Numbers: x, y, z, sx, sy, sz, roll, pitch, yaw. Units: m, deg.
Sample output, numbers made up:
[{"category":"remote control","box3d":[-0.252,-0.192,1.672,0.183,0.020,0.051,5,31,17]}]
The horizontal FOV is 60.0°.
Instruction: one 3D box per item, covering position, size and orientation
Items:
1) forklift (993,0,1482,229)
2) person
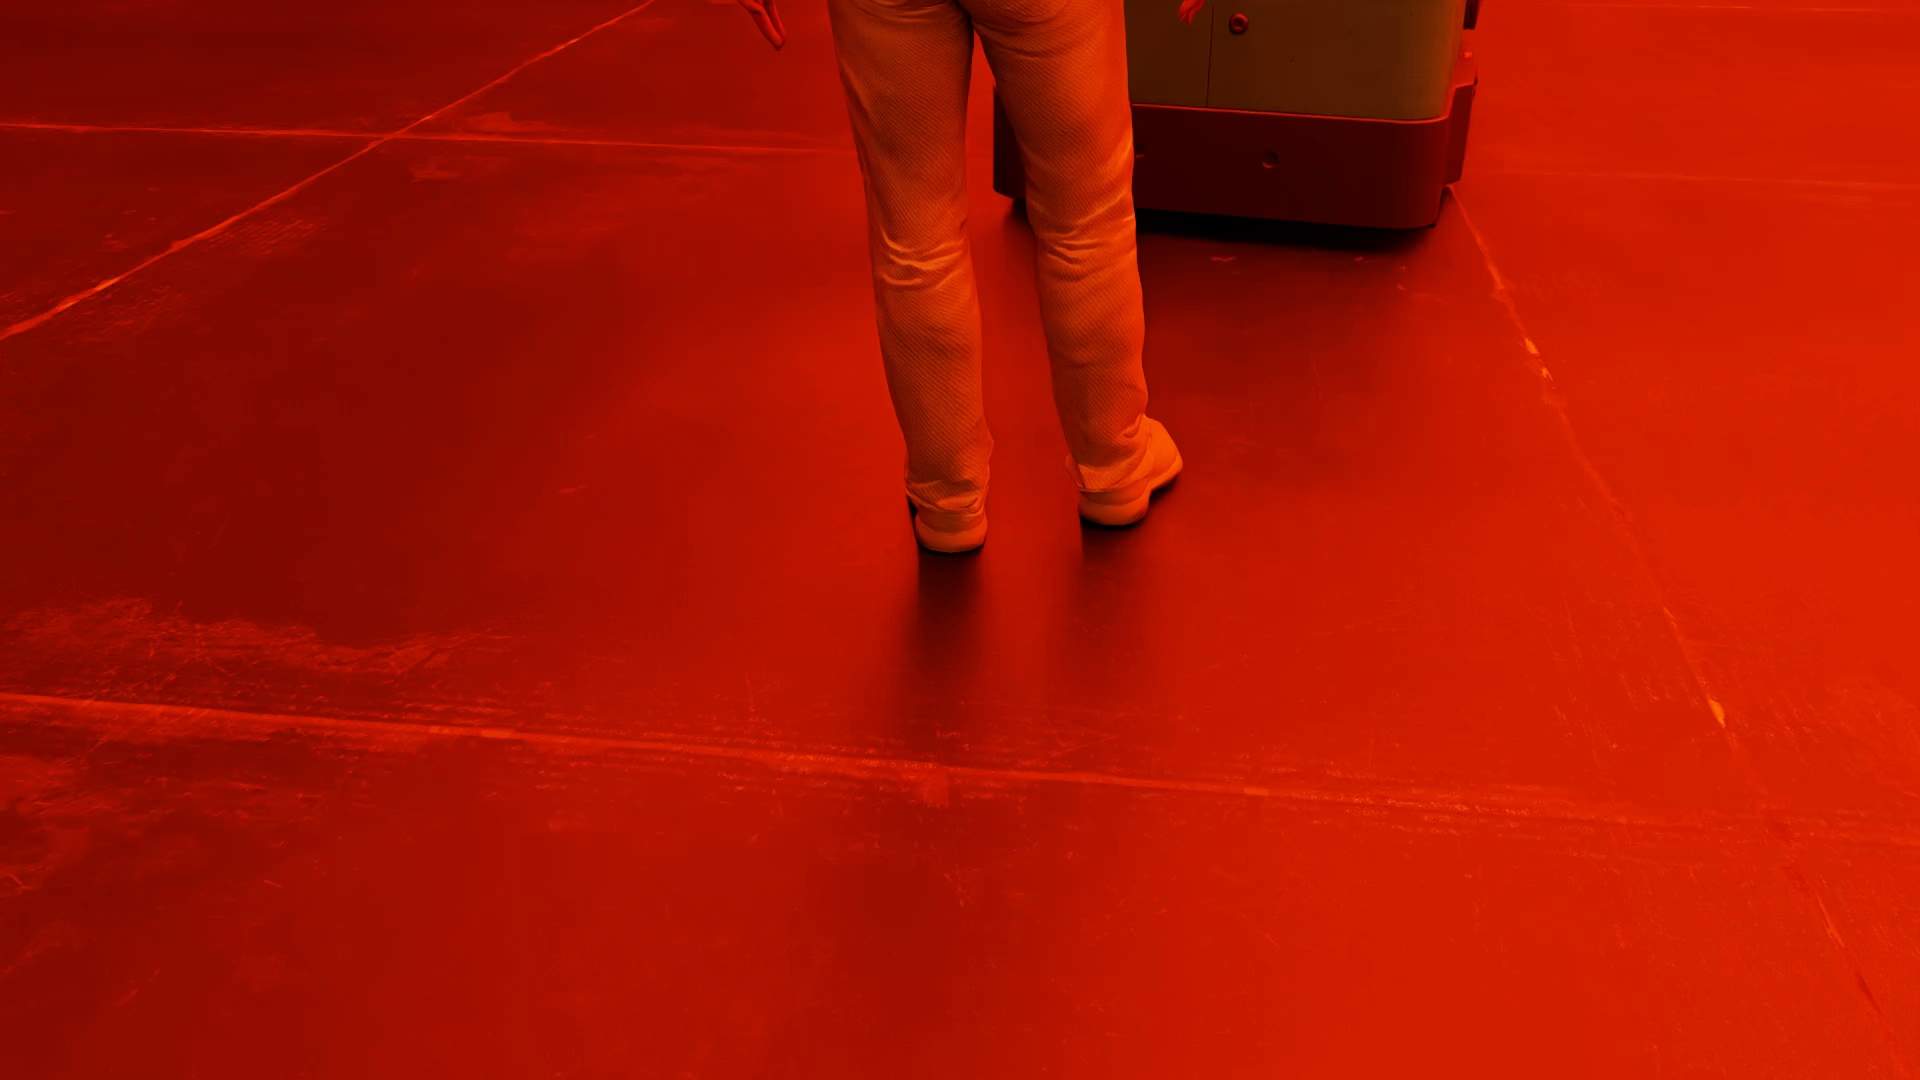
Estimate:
[{"category":"forklift","box3d":[1.010,-2.648,4.525,1.130,2.935,3.031,8,28,16]},{"category":"person","box3d":[0.015,-0.828,2.164,0.665,1.768,0.575,3,27,7]}]
